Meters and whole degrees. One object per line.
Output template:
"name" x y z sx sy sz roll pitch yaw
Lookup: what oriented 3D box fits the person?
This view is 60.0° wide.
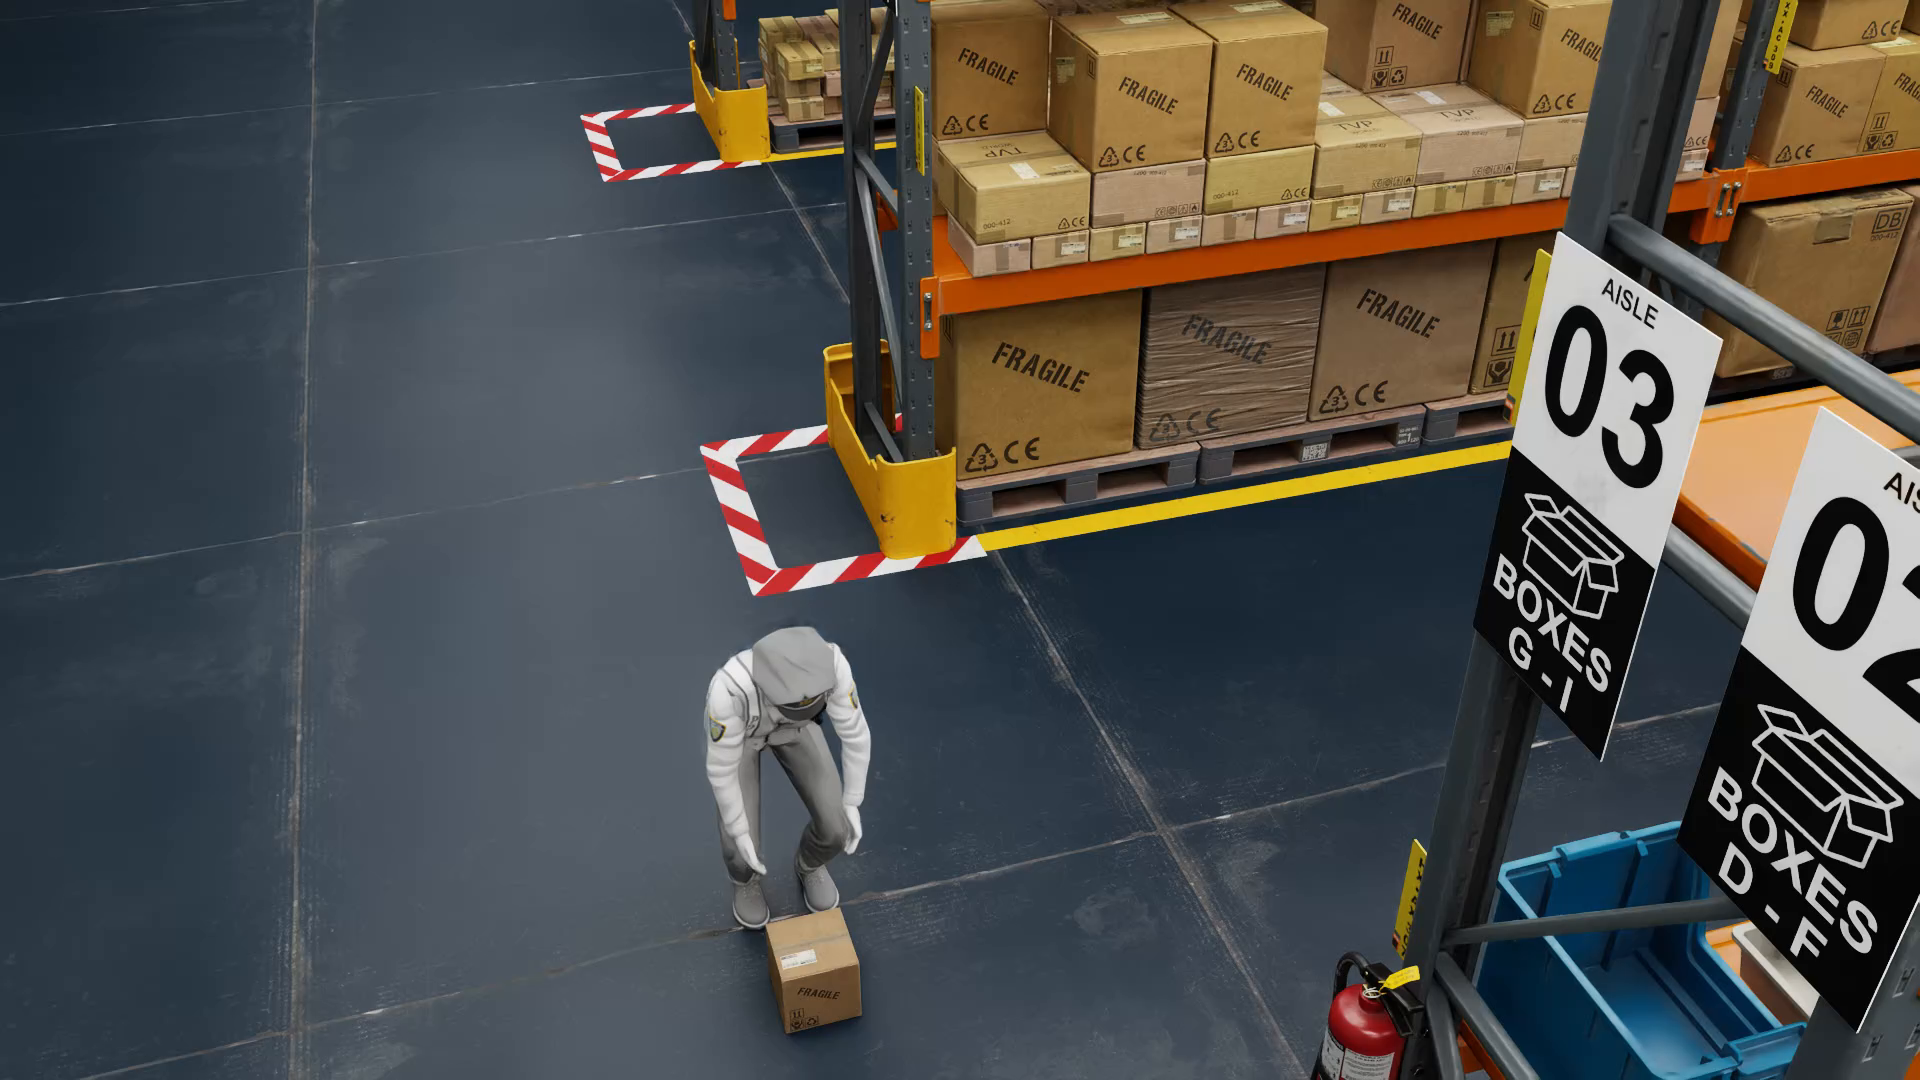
"person" -0.562 0.728 5.381 0.534 1.320 0.739 -10 35 -14
